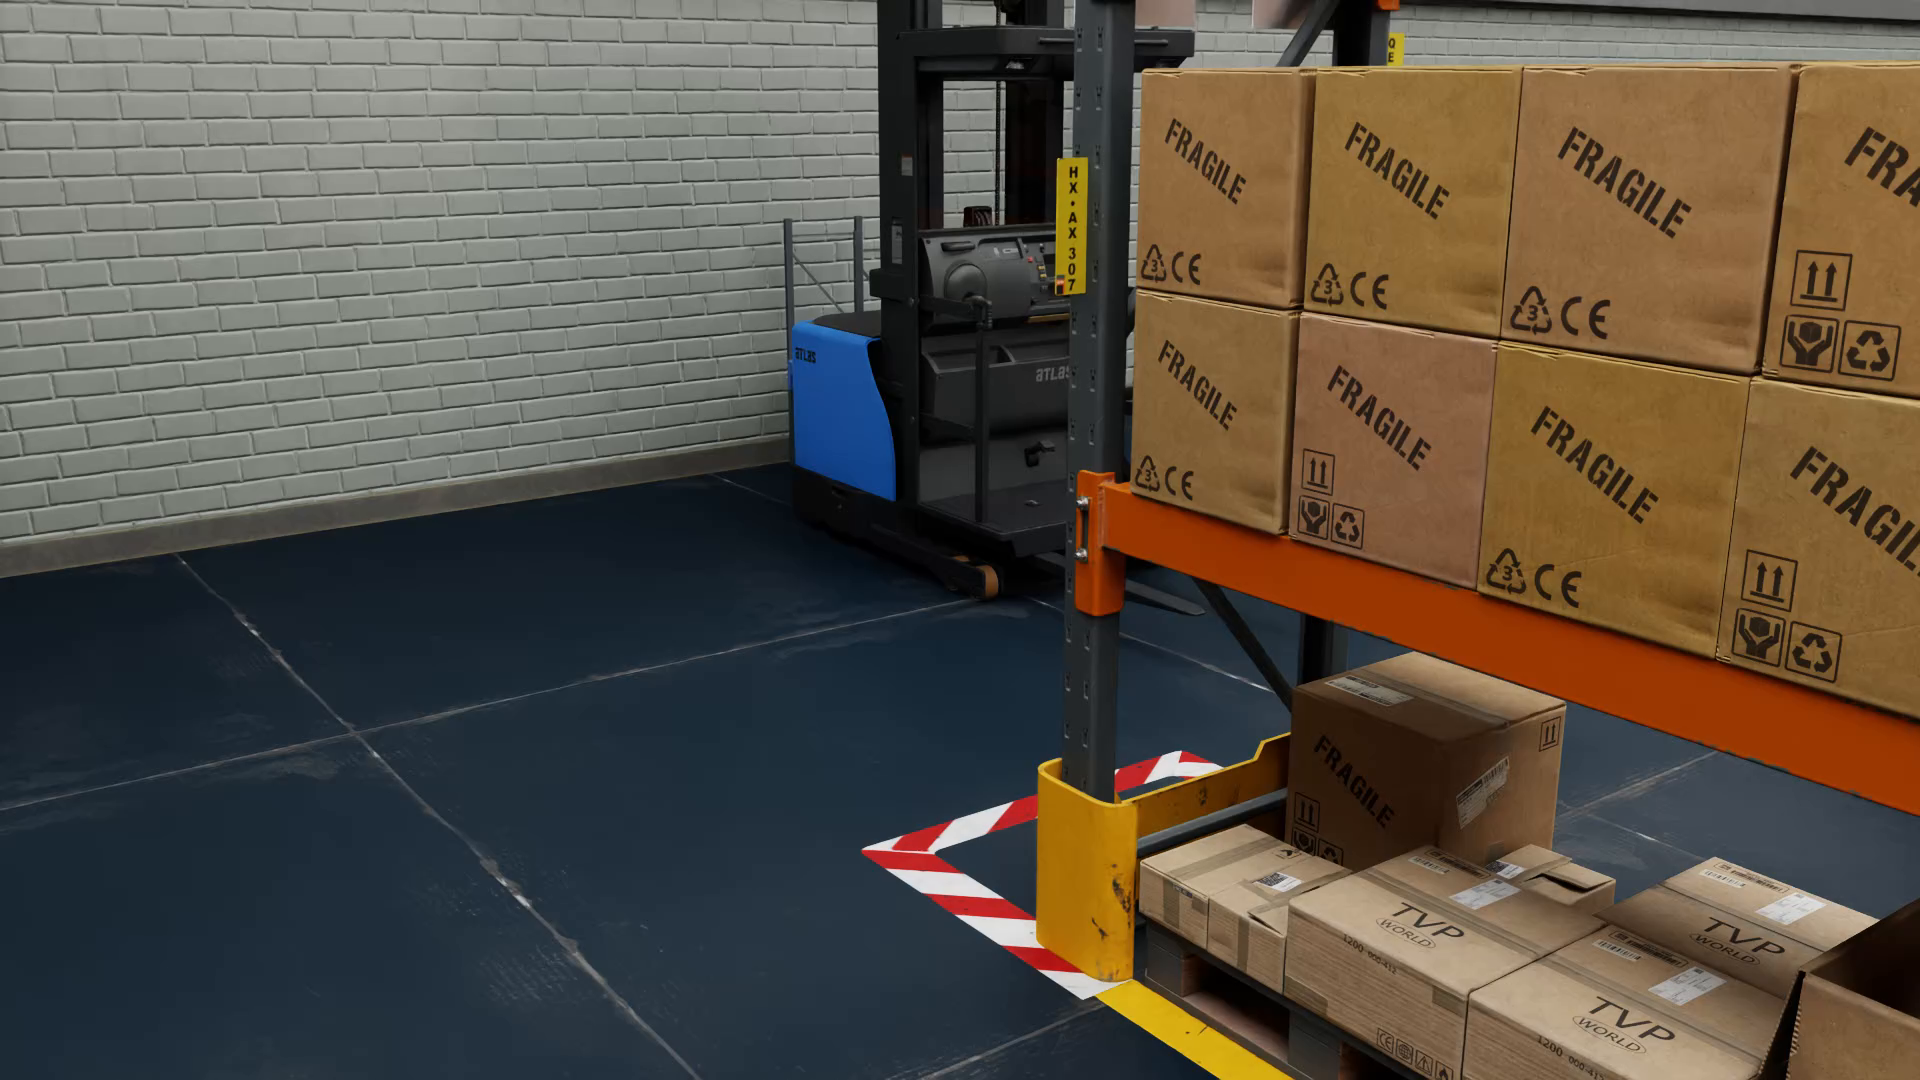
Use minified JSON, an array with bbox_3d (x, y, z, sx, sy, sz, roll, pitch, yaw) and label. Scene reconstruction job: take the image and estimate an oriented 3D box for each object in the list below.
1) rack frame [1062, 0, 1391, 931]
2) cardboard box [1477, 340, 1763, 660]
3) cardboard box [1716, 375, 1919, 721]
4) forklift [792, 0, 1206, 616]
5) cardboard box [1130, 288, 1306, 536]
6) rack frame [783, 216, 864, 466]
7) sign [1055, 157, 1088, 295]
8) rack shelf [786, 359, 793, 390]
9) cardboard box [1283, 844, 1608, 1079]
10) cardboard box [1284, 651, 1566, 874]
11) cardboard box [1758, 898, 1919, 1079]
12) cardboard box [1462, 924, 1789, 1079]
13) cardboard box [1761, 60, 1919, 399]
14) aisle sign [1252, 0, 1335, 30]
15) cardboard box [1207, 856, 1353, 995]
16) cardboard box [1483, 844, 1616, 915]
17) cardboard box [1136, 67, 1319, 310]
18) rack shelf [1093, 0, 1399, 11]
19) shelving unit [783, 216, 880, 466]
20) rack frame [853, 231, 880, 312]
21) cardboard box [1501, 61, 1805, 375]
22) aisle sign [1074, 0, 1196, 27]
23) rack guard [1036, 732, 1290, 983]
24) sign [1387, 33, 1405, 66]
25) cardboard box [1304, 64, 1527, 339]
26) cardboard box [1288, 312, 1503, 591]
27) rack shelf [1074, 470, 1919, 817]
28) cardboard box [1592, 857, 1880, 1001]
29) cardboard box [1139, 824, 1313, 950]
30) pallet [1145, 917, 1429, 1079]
[{"bbox_3d":[0.712,-0.426,4.451,1.000,3.000,0.127,-11,19,-35],"label":"rack frame"},{"bbox_3d":[1.360,-0.122,3.149,0.500,0.500,0.500,-11,19,-35],"label":"cardboard box"},{"bbox_3d":[1.652,-0.015,2.758,0.500,0.500,0.500,-11,19,-34],"label":"cardboard box"},{"bbox_3d":[0.353,-1.279,7.695,1.130,2.935,3.031,-10,18,-33],"label":"forklift"},{"bbox_3d":[0.759,-0.339,3.942,0.500,0.500,0.500,-10,18,-33],"label":"cardboard box"},{"bbox_3d":[-0.819,-1.210,10.155,0.500,1.500,0.032,-8,17,-26],"label":"rack frame"},{"bbox_3d":[0.273,-0.759,4.028,0.100,0.325,0.005,-11,19,-35],"label":"sign"},{"bbox_3d":[-0.584,-0.917,9.767,0.538,0.185,1.000,-8,17,-26],"label":"rack shelf"},{"bbox_3d":[1.096,0.955,3.780,0.500,0.250,0.500,-11,19,-35],"label":"cardboard box"},{"bbox_3d":[1.231,0.645,4.438,0.500,0.500,0.500,-11,19,-35],"label":"cardboard box"},{"bbox_3d":[1.955,1.020,3.064,0.797,0.503,0.637,-11,19,-35],"label":"cardboard box"},{"bbox_3d":[1.390,1.062,3.390,0.500,0.250,0.500,-11,19,-35],"label":"cardboard box"},{"bbox_3d":[1.663,-0.494,2.617,0.500,0.500,0.500,-11,19,-35],"label":"cardboard box"},{"bbox_3d":[0.919,-1.742,4.334,0.394,0.787,0.004,-11,19,-35],"label":"aisle sign"},{"bbox_3d":[0.827,0.924,4.050,0.380,0.166,0.250,-11,19,-35],"label":"cardboard box"},{"bbox_3d":[1.396,0.907,4.115,0.380,0.166,0.250,-11,19,-35],"label":"cardboard box"},{"bbox_3d":[0.759,-0.821,3.810,0.500,0.500,0.500,-10,18,-33],"label":"cardboard box"},{"bbox_3d":[1.888,-1.099,2.589,1.077,0.370,4.000,-11,19,-35],"label":"rack shelf"},{"bbox_3d":[-0.584,-1.091,9.720,0.538,1.500,1.048,-8,17,-26],"label":"shelving unit"},{"bbox_3d":[-0.350,-0.971,9.285,0.500,1.500,0.032,-8,17,-26],"label":"rack frame"},{"bbox_3d":[1.363,-0.603,3.013,0.500,0.500,0.500,-11,19,-34],"label":"cardboard box"},{"bbox_3d":[0.434,-1.649,3.994,0.394,0.787,0.004,-11,19,-35],"label":"aisle sign"},{"bbox_3d":[0.756,0.796,4.721,1.175,0.500,0.348,-11,19,-35],"label":"rack guard"},{"bbox_3d":[1.173,-1.219,4.555,0.100,0.325,0.005,-11,19,-35],"label":"sign"},{"bbox_3d":[1.073,-0.710,3.406,0.500,0.500,0.500,-11,19,-34],"label":"cardboard box"},{"bbox_3d":[1.067,-0.229,3.542,0.500,0.500,0.500,-11,19,-35],"label":"cardboard box"},{"bbox_3d":[1.888,0.348,2.985,1.077,0.370,4.000,-11,19,-35],"label":"rack shelf"},{"bbox_3d":[1.765,0.973,3.713,0.500,0.250,0.500,-11,19,-35],"label":"cardboard box"},{"bbox_3d":[0.680,0.880,4.247,0.380,0.149,0.250,-11,19,-35],"label":"cardboard box"},{"bbox_3d":[1.226,1.105,4.138,1.003,0.211,1.213,-11,19,-35],"label":"pallet"}]
